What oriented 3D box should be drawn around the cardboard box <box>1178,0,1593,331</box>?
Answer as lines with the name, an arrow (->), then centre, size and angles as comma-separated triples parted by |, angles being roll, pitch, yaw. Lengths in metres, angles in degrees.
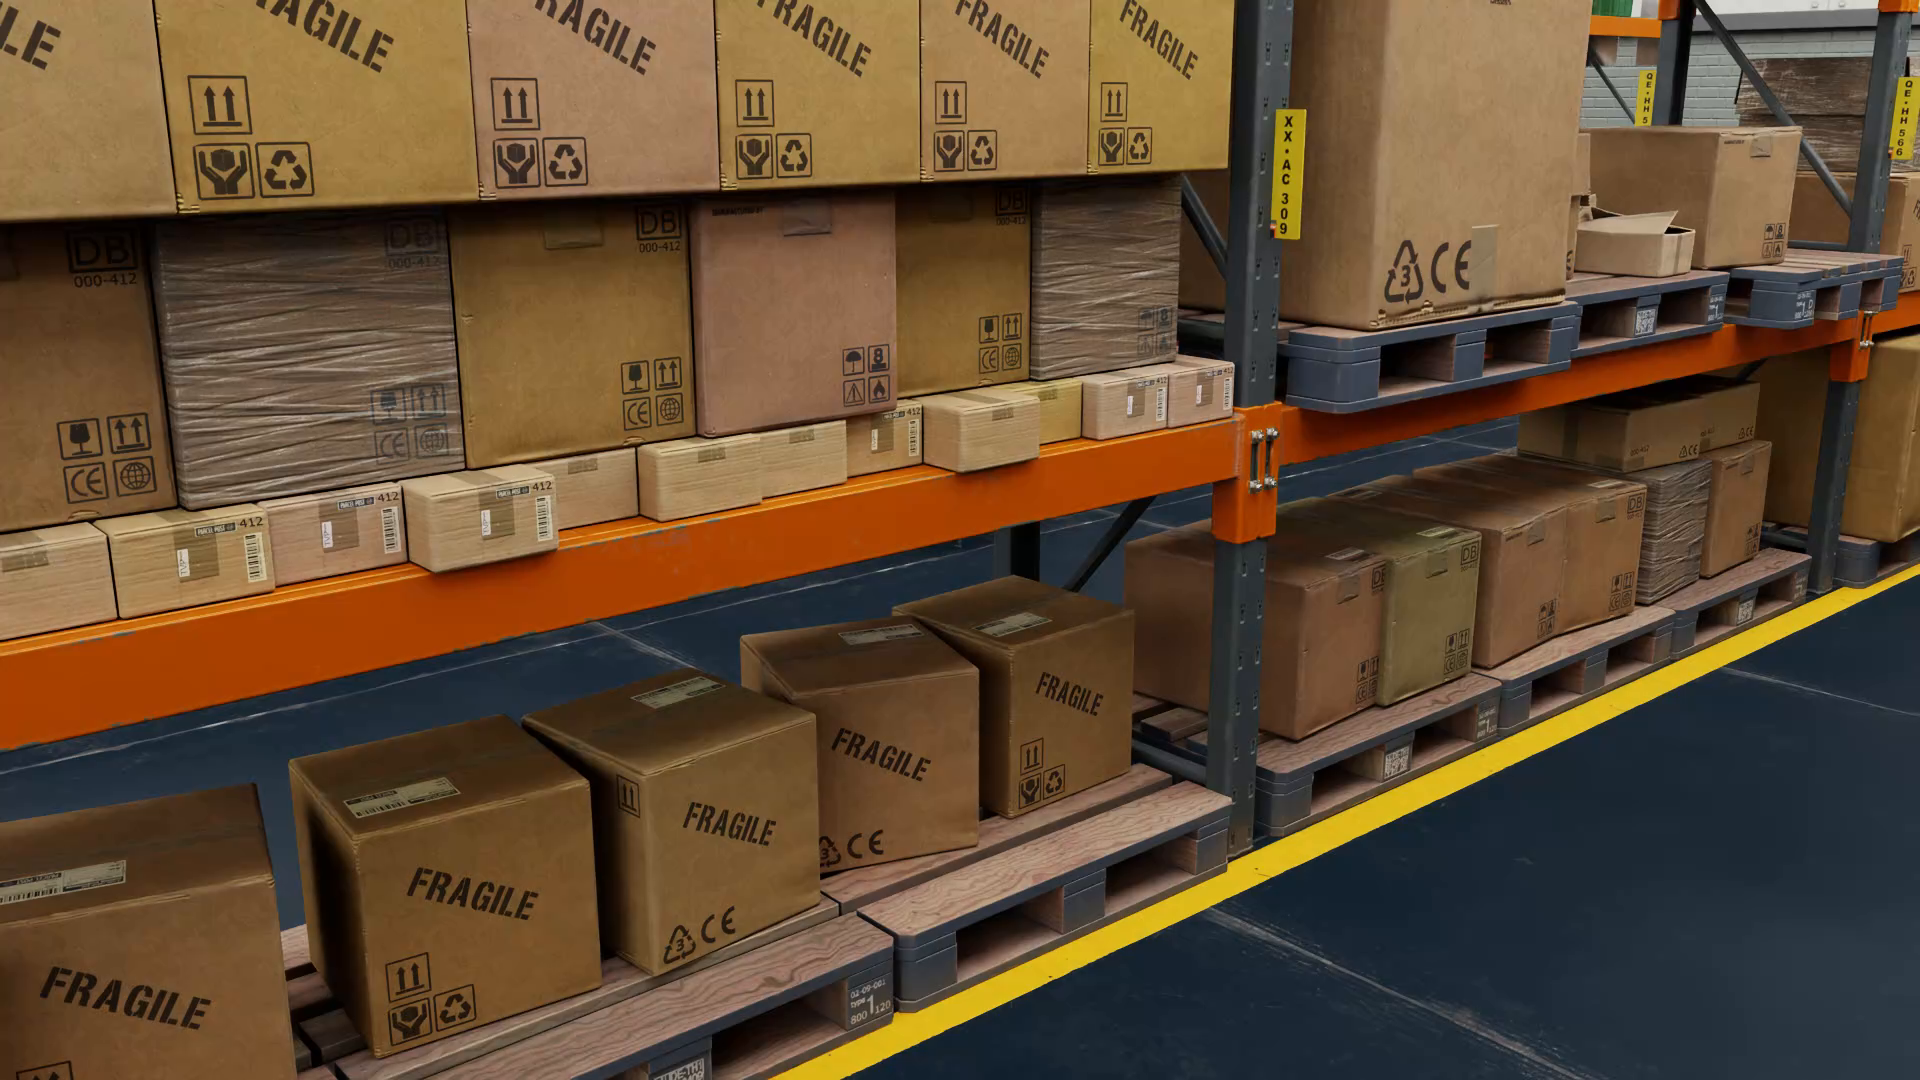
cardboard box -> 1.172, -1.228, 5.060 | 1.000, 1.000, 1.000 | -12, 19, -39

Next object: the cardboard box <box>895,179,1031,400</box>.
cardboard box -> -0.300, -0.678, 4.207 | 0.500, 0.500, 0.875 | -13, 19, -39

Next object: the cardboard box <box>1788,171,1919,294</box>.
cardboard box -> 4.043, -1.384, 7.423 | 0.500, 0.500, 0.500 | -12, 19, -38

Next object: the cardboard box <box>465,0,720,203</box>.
cardboard box -> -0.812, -0.920, 3.174 | 0.500, 0.500, 0.500 | -13, 19, -39

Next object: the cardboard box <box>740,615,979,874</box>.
cardboard box -> -0.275, 0.535, 4.465 | 0.500, 0.500, 0.500 | -6, 16, -22

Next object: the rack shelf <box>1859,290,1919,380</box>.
rack shelf -> 5.007, -1.297, 8.688 | 4.000, 0.370, 1.077 | -13, 19, -39

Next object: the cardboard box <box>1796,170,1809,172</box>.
cardboard box -> 3.708, -1.486, 7.807 | 0.500, 0.500, 0.500 | -12, 19, -38

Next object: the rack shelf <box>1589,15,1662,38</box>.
rack shelf -> 4.773, -4.388, 14.447 | 4.000, 0.370, 1.077 | -13, 19, -39

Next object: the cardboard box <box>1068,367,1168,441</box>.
cardboard box -> 0.316, -0.373, 4.320 | 0.250, 0.149, 0.380 | -13, 19, -39

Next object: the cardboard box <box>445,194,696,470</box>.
cardboard box -> -1.015, -0.497, 3.529 | 0.500, 0.500, 0.875 | -13, 19, -39

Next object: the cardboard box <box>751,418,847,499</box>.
cardboard box -> -0.464, -0.211, 3.715 | 0.250, 0.149, 0.380 | -13, 19, -39

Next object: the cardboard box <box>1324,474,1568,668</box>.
cardboard box -> 1.752, 0.095, 6.073 | 0.700, 0.500, 0.500 | 14, 20, 42

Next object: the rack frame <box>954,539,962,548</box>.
rack frame -> -0.071, -0.419, 8.075 | 0.006, 0.900, 0.240 | -13, 19, -39

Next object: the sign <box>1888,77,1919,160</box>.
sign -> 3.861, -1.723, 6.798 | 0.005, 0.325, 0.100 | -13, 19, -39

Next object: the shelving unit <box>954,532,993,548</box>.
shelving unit -> 0.006, -0.436, 8.139 | 0.210, 0.900, 0.258 | -13, 19, -39

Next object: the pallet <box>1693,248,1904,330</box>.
pallet -> 3.030, -1.072, 6.822 | 1.003, 0.211, 1.213 | -13, 19, -39

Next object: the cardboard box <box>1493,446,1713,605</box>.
cardboard box -> 2.596, -0.097, 6.792 | 0.700, 0.500, 0.500 | 14, 20, 42

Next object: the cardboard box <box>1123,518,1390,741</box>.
cardboard box -> 0.958, 0.267, 5.429 | 0.700, 0.500, 0.500 | 14, 21, 43

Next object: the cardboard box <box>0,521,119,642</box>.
cardboard box -> -1.591, 0.044, 2.758 | 0.250, 0.149, 0.380 | -13, 19, -39

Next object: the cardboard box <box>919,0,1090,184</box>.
cardboard box -> -0.055, -1.089, 3.805 | 0.500, 0.500, 0.500 | -13, 19, -39

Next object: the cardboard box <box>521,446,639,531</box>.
cardboard box -> -0.869, -0.135, 3.428 | 0.250, 0.149, 0.380 | -13, 19, -39

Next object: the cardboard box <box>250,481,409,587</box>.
cardboard box -> -1.227, -0.044, 3.090 | 0.250, 0.149, 0.380 | -13, 19, -39

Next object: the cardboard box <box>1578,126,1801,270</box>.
cardboard box -> 2.761, -1.344, 6.461 | 0.500, 0.500, 0.700 | -9, 18, -31

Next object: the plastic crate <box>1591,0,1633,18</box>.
plastic crate -> 5.725, -4.750, 14.817 | 0.336, 0.188, 0.450 | -13, 19, -39

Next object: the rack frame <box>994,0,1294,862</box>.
rack frame -> 0.481, -0.628, 4.790 | 0.127, 3.000, 1.000 | -13, 19, -39

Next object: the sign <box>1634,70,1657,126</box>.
sign -> 3.131, -1.973, 7.579 | 0.005, 0.325, 0.100 | -13, 19, -39

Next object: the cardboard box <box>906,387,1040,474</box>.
cardboard box -> -0.027, -0.278, 3.965 | 0.250, 0.149, 0.380 | -13, 19, -39

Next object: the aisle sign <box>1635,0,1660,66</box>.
aisle sign -> 6.528, -4.836, 15.507 | 0.004, 0.787, 0.394 | -13, 19, -39

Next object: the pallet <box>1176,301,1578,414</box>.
pallet -> 1.153, -0.637, 5.193 | 1.213, 0.211, 1.003 | -13, 19, -39

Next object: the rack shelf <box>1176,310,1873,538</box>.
rack shelf -> 1.989, -0.620, 6.151 | 4.000, 0.370, 1.077 | -13, 19, -39

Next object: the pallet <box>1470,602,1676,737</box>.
pallet -> 1.988, 0.379, 6.422 | 1.213, 0.211, 1.003 | -13, 19, -39

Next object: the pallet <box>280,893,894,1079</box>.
pallet -> -0.924, 1.047, 3.920 | 1.213, 0.211, 1.003 | -13, 19, -39

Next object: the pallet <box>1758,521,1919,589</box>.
pallet -> 4.142, -0.078, 8.131 | 1.213, 0.211, 1.003 | -13, 19, -39

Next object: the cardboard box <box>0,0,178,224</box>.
cardboard box -> -1.561, -0.749, 2.535 | 0.500, 0.500, 0.500 | -13, 19, -39

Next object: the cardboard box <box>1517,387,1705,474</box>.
cardboard box -> 2.619, -0.462, 6.705 | 0.500, 0.250, 0.500 | -10, 18, -33

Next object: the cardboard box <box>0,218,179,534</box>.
cardboard box -> -1.806, -0.339, 2.935 | 0.500, 0.500, 0.875 | -13, 19, -39

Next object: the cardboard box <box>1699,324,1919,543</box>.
cardboard box -> 4.032, -0.595, 7.969 | 0.875, 0.875, 1.225 | -14, 20, -42

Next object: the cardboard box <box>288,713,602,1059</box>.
cardboard box -> -1.142, 0.741, 3.692 | 0.500, 0.500, 0.500 | -10, 18, -34
